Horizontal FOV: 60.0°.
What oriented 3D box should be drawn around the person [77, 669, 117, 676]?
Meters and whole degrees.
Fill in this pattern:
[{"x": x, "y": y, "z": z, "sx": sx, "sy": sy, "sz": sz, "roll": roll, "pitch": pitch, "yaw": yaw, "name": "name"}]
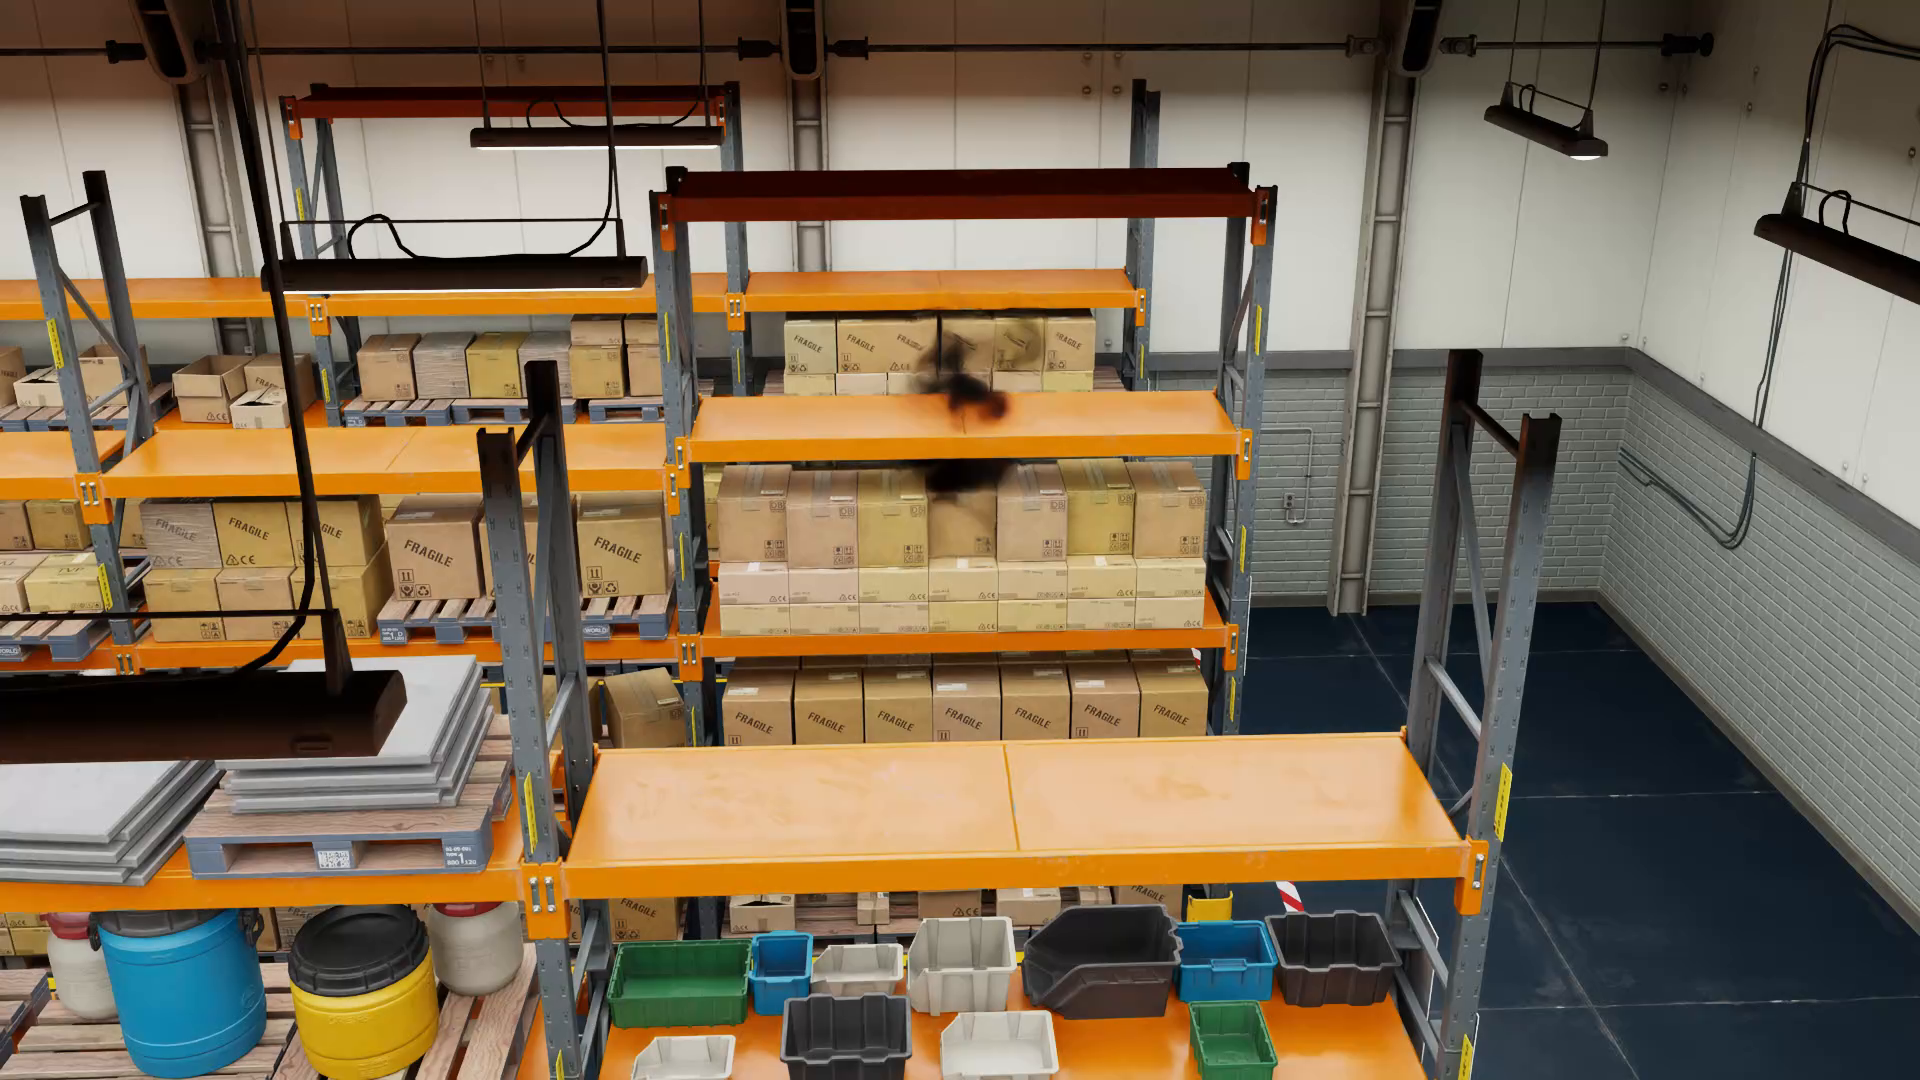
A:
[{"x": -7.602, "y": 1.608, "z": 14.873, "sx": 0.866, "sy": 1.748, "sz": 0.742, "roll": -4, "pitch": 22, "yaw": -9, "name": "person"}]
